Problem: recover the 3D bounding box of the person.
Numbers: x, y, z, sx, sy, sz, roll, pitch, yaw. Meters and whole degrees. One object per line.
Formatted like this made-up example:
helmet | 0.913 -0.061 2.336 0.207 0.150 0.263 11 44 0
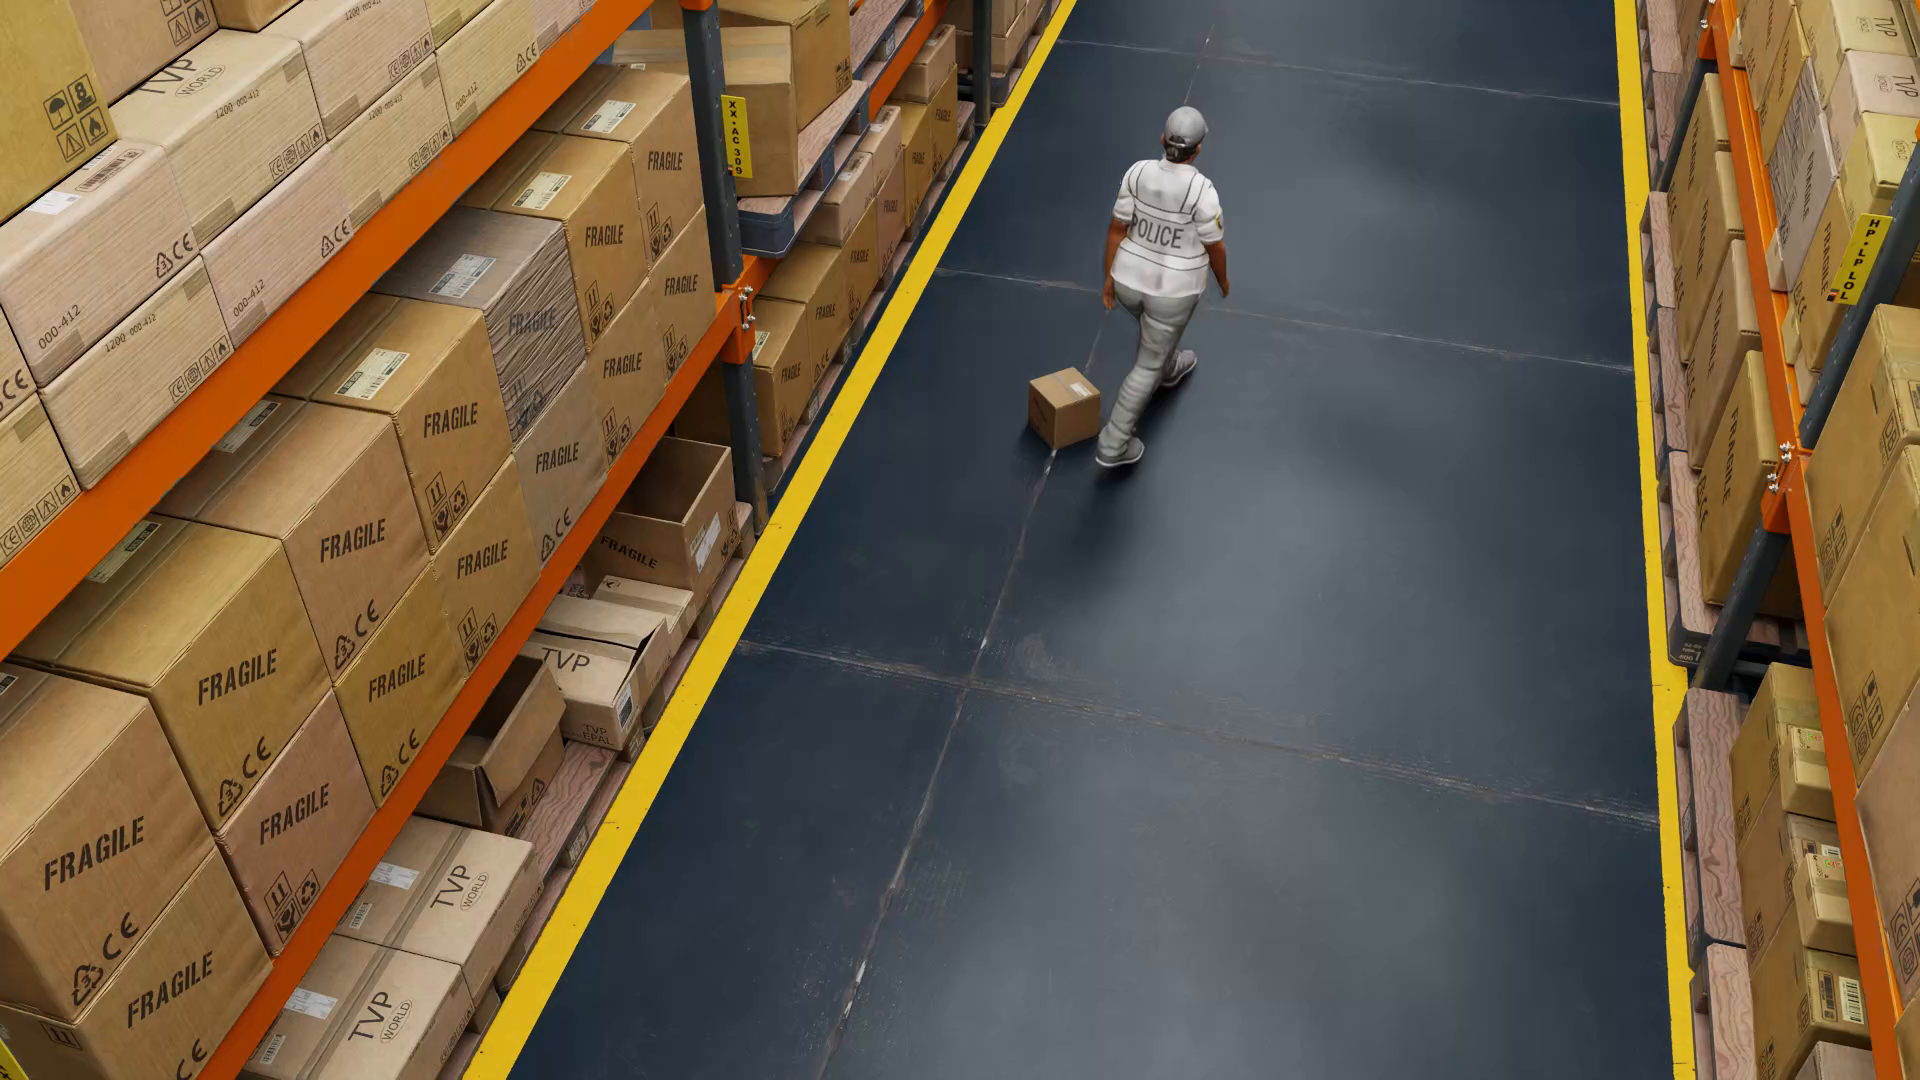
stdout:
person | 0.926 -1.187 7.499 0.494 1.588 1.070 30 49 29
